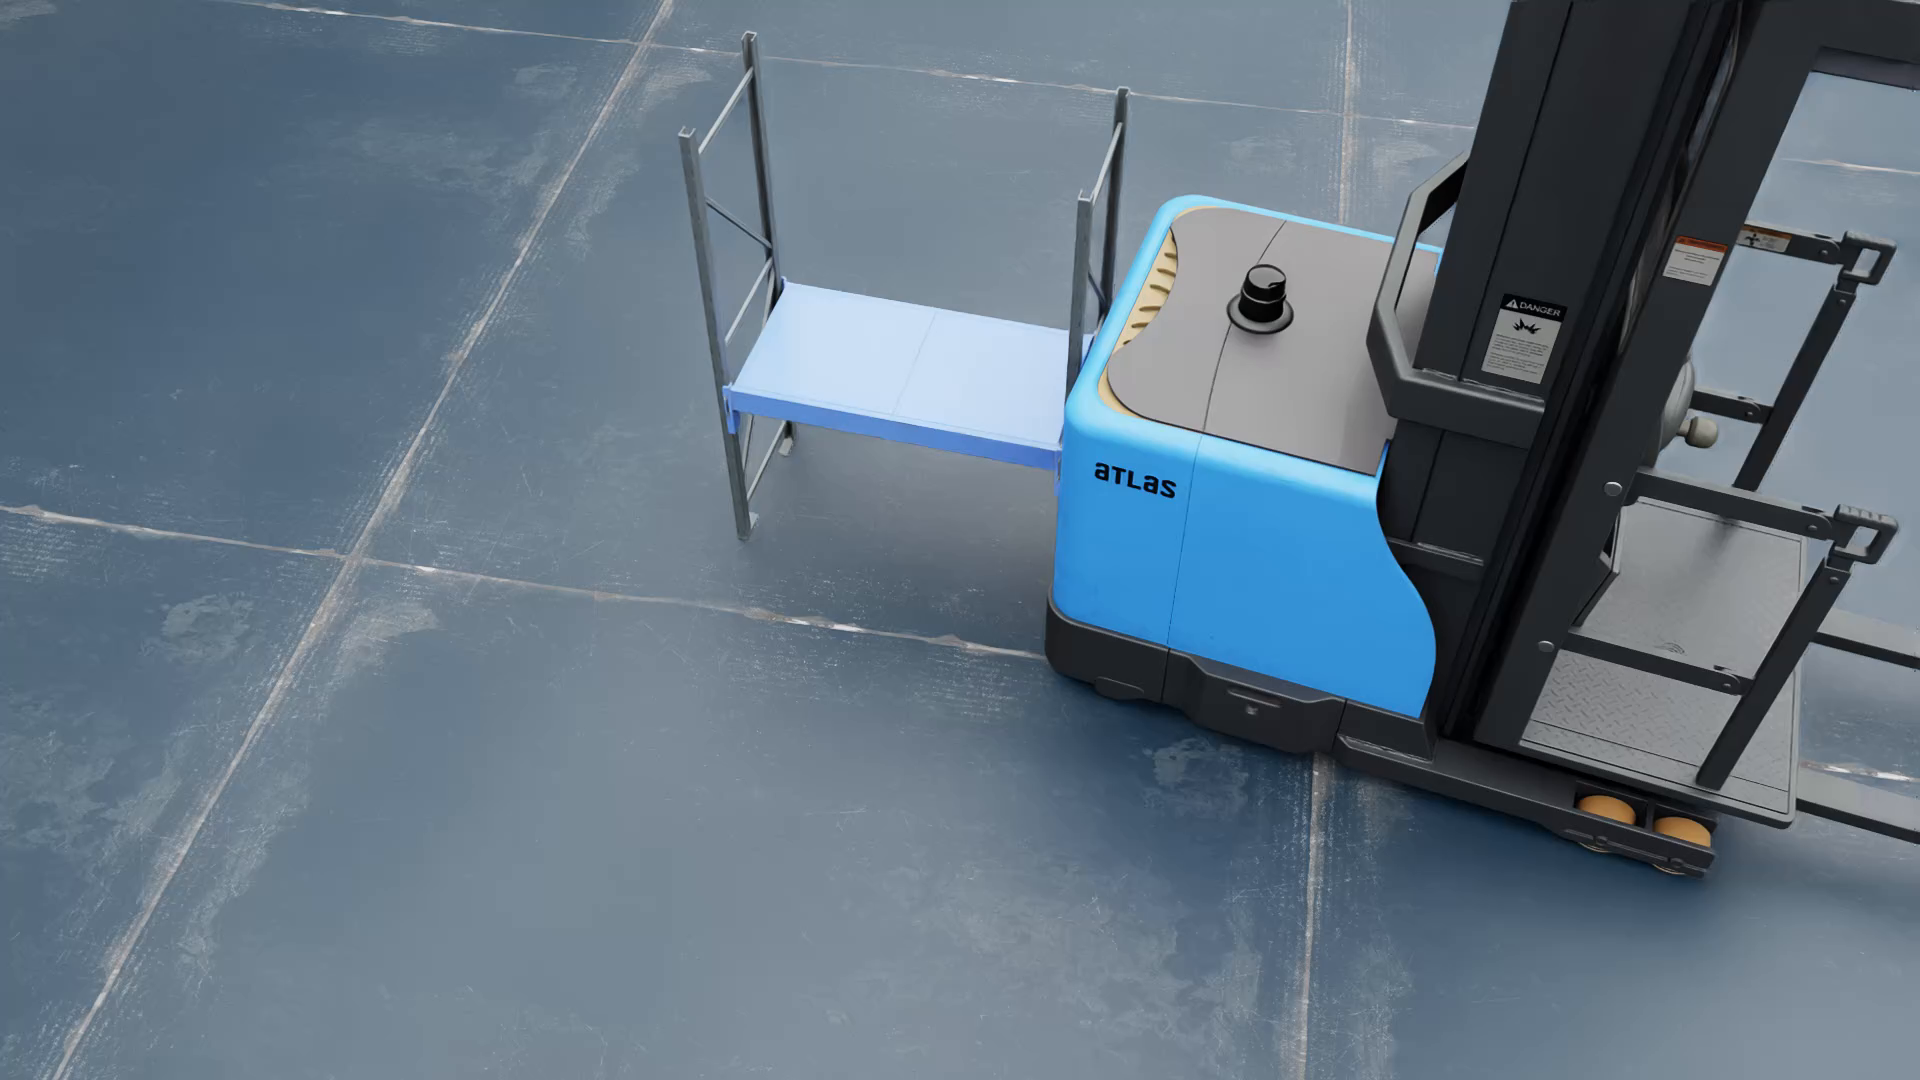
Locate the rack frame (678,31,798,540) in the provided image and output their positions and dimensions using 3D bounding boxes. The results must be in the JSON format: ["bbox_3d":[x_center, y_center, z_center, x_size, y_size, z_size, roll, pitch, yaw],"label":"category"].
[{"bbox_3d":[-0.622,-0.682,4.855,0.032,1.500,0.500,11,49,10],"label":"rack frame"}]

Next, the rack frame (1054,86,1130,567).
[{"bbox_3d":[0.360,-0.487,4.679,0.032,1.500,0.500,11,49,10],"label":"rack frame"}]

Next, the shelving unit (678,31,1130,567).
[{"bbox_3d":[-0.131,-0.584,4.767,1.048,1.500,0.538,11,49,10],"label":"shelving unit"}]

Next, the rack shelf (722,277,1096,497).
[{"bbox_3d":[-0.131,-0.464,4.901,1.000,0.185,0.538,11,49,10],"label":"rack shelf"}]

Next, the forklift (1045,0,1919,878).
[{"bbox_3d":[1.819,-0.536,3.761,3.031,2.935,1.130,16,50,14],"label":"forklift"}]
